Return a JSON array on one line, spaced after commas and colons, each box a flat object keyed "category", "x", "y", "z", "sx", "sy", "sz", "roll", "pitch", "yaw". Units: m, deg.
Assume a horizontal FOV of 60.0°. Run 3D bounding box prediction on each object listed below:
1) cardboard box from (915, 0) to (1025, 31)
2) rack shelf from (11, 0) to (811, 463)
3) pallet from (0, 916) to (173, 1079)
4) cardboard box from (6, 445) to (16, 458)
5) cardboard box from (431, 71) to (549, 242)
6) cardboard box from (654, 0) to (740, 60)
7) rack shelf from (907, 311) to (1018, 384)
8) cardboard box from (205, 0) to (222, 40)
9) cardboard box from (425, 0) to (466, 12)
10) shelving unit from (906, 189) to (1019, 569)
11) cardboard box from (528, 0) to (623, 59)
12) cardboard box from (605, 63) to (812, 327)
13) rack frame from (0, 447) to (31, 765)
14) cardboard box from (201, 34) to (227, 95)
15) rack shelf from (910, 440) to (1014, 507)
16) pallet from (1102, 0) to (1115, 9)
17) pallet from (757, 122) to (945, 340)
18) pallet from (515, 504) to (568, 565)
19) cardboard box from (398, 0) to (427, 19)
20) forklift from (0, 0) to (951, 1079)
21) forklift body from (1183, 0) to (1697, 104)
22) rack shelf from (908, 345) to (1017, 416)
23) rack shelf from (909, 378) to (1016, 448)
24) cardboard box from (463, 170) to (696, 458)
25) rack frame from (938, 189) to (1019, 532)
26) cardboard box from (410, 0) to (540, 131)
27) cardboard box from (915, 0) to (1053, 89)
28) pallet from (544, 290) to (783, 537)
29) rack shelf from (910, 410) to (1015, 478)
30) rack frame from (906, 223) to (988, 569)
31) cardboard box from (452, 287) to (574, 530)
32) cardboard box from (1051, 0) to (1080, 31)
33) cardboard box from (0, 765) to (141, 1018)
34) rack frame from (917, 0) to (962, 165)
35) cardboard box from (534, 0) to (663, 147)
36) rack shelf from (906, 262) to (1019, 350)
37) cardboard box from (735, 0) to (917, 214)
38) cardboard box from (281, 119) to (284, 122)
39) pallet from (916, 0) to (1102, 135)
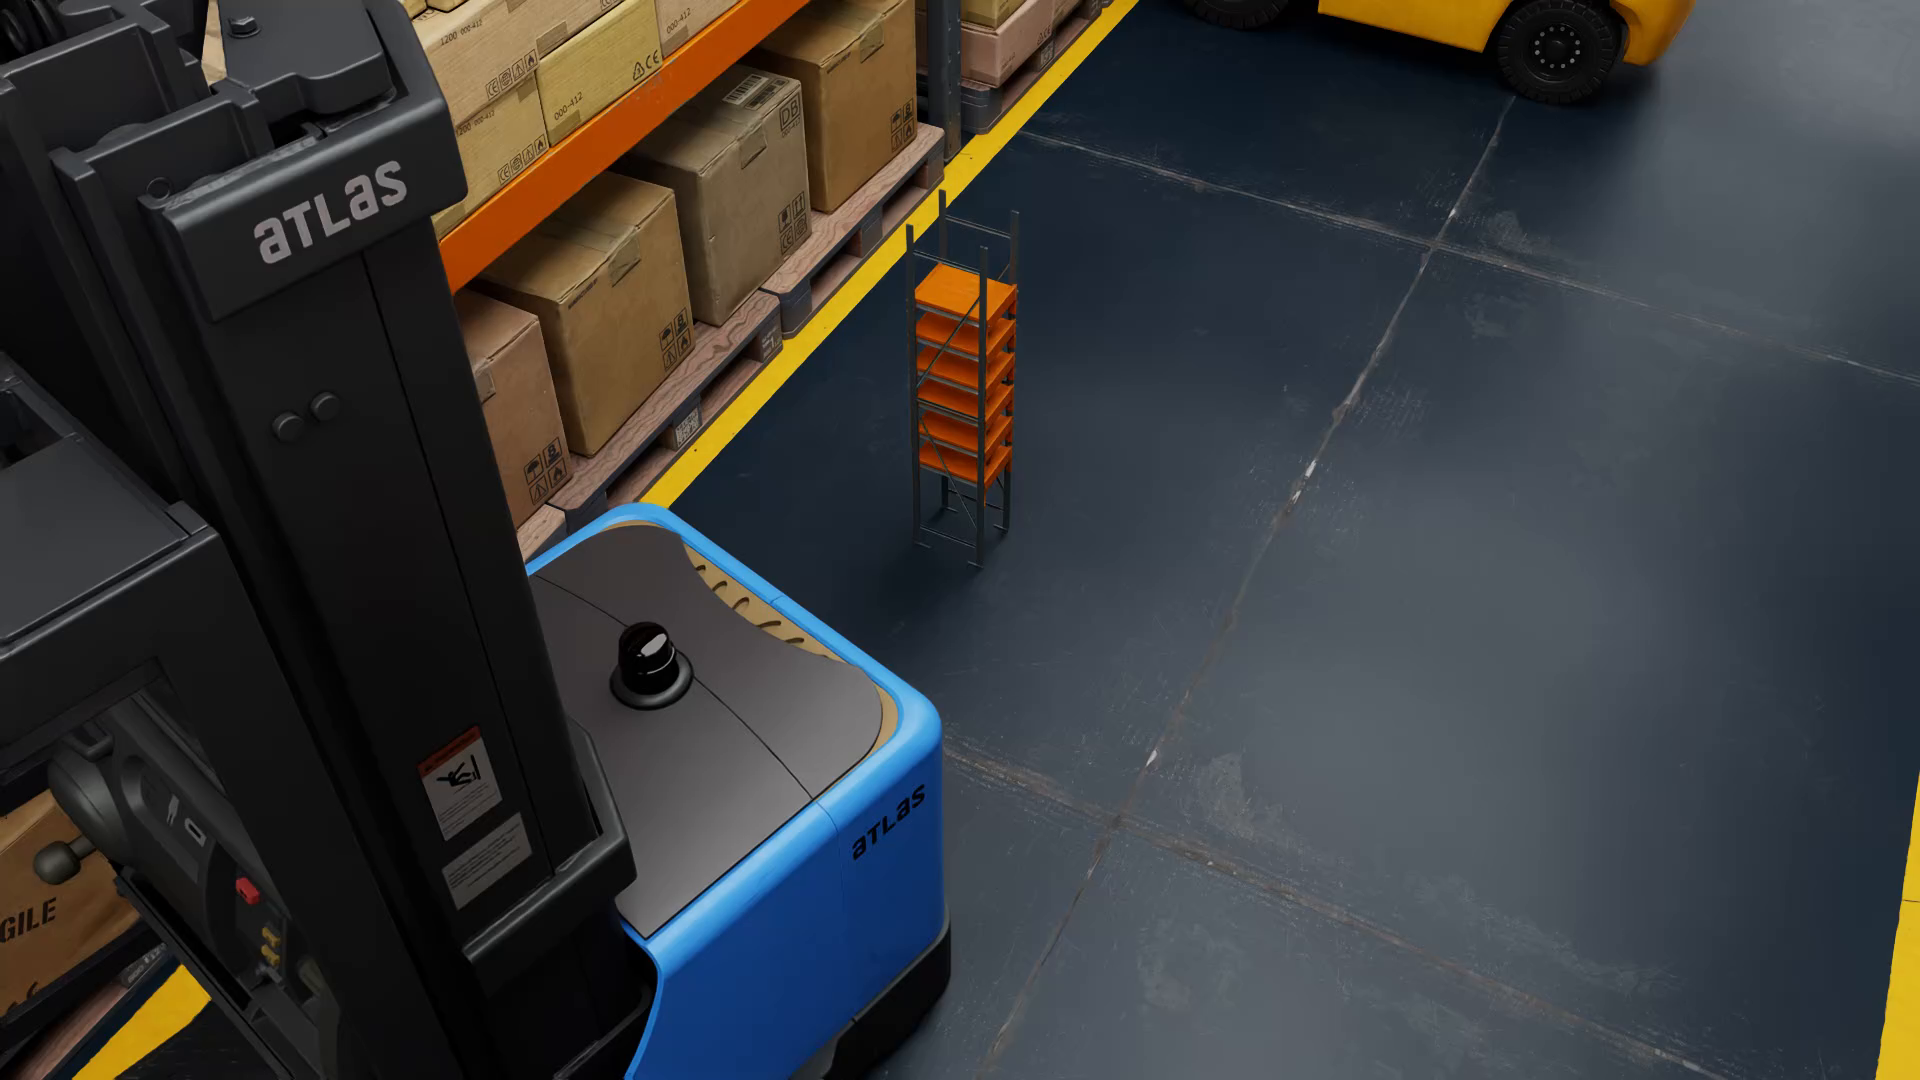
[{"category": "cardboard box", "x": 0.033, "y": -2.343, "z": 6.743, "sx": 0.500, "sy": 0.250, "sz": 0.500, "roll": 20, "pitch": 49, "yaw": 19}, {"category": "rack shelf", "x": -1.394, "y": -1.270, "z": 4.902, "sx": 1.077, "sy": 0.370, "sz": 4.000, "roll": 20, "pitch": 49, "yaw": 19}, {"category": "pallet", "x": -2.702, "y": 1.175, "z": 3.941, "sx": 1.003, "sy": 0.211, "sz": 1.213, "roll": 20, "pitch": 49, "yaw": 19}, {"category": "cardboard box", "x": -1.900, "y": -0.409, "z": 3.651, "sx": 0.500, "sy": 0.250, "sz": 0.500, "roll": 21, "pitch": 49, "yaw": 19}, {"category": "cardboard box", "x": -1.429, "y": -1.051, "z": 4.286, "sx": 0.500, "sy": 0.250, "sz": 0.500, "roll": 19, "pitch": 48, "yaw": 18}, {"category": "cardboard box", "x": -0.954, "y": -1.705, "z": 4.932, "sx": 0.500, "sy": 0.250, "sz": 0.500, "roll": 21, "pitch": 49, "yaw": 19}, {"category": "rack shelf", "x": 0.007, "y": -0.568, "z": 4.693, "sx": 0.258, "sy": 0.103, "sz": 0.180, "roll": 20, "pitch": 49, "yaw": 19}, {"category": "cardboard box", "x": -1.584, "y": -1.138, "z": 3.739, "sx": 0.380, "sy": 0.149, "sz": 0.250, "roll": 21, "pitch": 49, "yaw": 19}, {"category": "cardboard box", "x": -1.323, "y": -1.447, "z": 4.044, "sx": 0.380, "sy": 0.149, "sz": 0.250, "roll": 21, "pitch": 49, "yaw": 20}, {"category": "shelving unit", "x": 0.007, "y": -0.431, "z": 4.832, "sx": 0.258, "sy": 1.200, "sz": 0.189, "roll": 20, "pitch": 49, "yaw": 19}, {"category": "cardboard box", "x": -1.193, "y": -1.554, "z": 4.431, "sx": 0.500, "sy": 0.250, "sz": 0.500, "roll": 21, "pitch": 49, "yaw": 20}, {"category": "cardboard box", "x": -1.065, "y": -1.277, "z": 5.778, "sx": 0.875, "sy": 0.625, "sz": 0.625, "roll": 20, "pitch": 49, "yaw": 19}, {"category": "rack frame", "x": -2.322, "y": -0.263, "z": 3.401, "sx": 1.000, "sy": 3.000, "sz": 0.127, "roll": 20, "pitch": 49, "yaw": 19}, {"category": "cardboard box", "x": -1.694, "y": -0.969, "z": 3.572, "sx": 0.380, "sy": 0.149, "sz": 0.250, "roll": 22, "pitch": 49, "yaw": 20}, {"category": "rack shelf", "x": 0.007, "y": -0.231, "z": 5.035, "sx": 0.258, "sy": 0.103, "sz": 0.180, "roll": 20, "pitch": 49, "yaw": 19}, {"category": "pallet", "x": 0.506, "y": -3.062, "z": 8.127, "sx": 1.003, "sy": 0.211, "sz": 1.213, "roll": 20, "pitch": 49, "yaw": 19}, {"category": "pallet", "x": -0.773, "y": -1.326, "z": 6.412, "sx": 1.003, "sy": 0.211, "sz": 1.213, "roll": 20, "pitch": 49, "yaw": 19}, {"category": "pallet", "x": -1.905, "y": 0.211, "z": 4.893, "sx": 1.003, "sy": 0.211, "sz": 1.213, "roll": 20, "pitch": 49, "yaw": 19}, {"category": "cardboard box", "x": -1.494, "y": -1.306, "z": 3.905, "sx": 0.380, "sy": 0.149, "sz": 0.250, "roll": 21, "pitch": 49, "yaw": 19}, {"category": "forklift", "x": -1.390, "y": 0.614, "z": 2.582, "sx": 1.130, "sy": 2.935, "sz": 3.031, "roll": 33, "pitch": 54, "yaw": 28}, {"category": "forklift body", "x": 2.127, "y": -3.208, "z": 6.908, "sx": 2.313, "sy": 2.155, "sz": 1.214, "roll": 20, "pitch": 49, "yaw": 19}, {"category": "rack shelf", "x": 0.007, "y": -0.484, "z": 4.779, "sx": 0.258, "sy": 0.103, "sz": 0.180, "roll": 20, "pitch": 49, "yaw": 19}, {"category": "rack shelf", "x": 0.007, "y": -0.400, "z": 4.864, "sx": 0.258, "sy": 0.103, "sz": 0.180, "roll": 20, "pitch": 49, "yaw": 19}, {"category": "cardboard box", "x": -1.412, "y": -0.803, "z": 5.309, "sx": 0.875, "sy": 0.625, "sz": 0.625, "roll": 19, "pitch": 48, "yaw": 17}, {"category": "rack frame", "x": 0.049, "y": -0.489, "z": 4.889, "sx": 0.240, "sy": 1.200, "sz": 0.006, "roll": 20, "pitch": 49, "yaw": 19}, {"category": "cardboard box", "x": -1.407, "y": -1.224, "z": 4.105, "sx": 0.500, "sy": 0.250, "sz": 0.500, "roll": 19, "pitch": 48, "yaw": 18}, {"category": "cardboard box", "x": 0.053, "y": -2.160, "z": 6.913, "sx": 0.500, "sy": 0.250, "sz": 0.500, "roll": 21, "pitch": 49, "yaw": 19}, {"category": "pallet", "x": -1.338, "y": -0.555, "z": 5.650, "sx": 1.003, "sy": 0.211, "sz": 1.213, "roll": 20, "pitch": 49, "yaw": 19}, {"category": "rack shelf", "x": 0.007, "y": -0.315, "z": 4.949, "sx": 0.258, "sy": 0.103, "sz": 0.180, "roll": 20, "pitch": 49, "yaw": 19}, {"category": "rack frame", "x": -0.036, "y": -0.373, "z": 4.775, "sx": 0.240, "sy": 1.200, "sz": 0.006, "roll": 20, "pitch": 49, "yaw": 19}, {"category": "cardboard box", "x": -1.724, "y": -0.379, "z": 4.890, "sx": 0.875, "sy": 0.625, "sz": 0.625, "roll": 22, "pitch": 49, "yaw": 20}, {"category": "cardboard box", "x": 0.275, "y": -2.485, "z": 7.235, "sx": 0.500, "sy": 0.250, "sz": 0.500, "roll": 19, "pitch": 48, "yaw": 18}, {"category": "cardboard box", "x": -2.328, "y": 0.805, "z": 3.808, "sx": 0.500, "sy": 0.500, "sz": 0.500, "roll": 22, "pitch": 49, "yaw": 20}, {"category": "rack frame", "x": -0.465, "y": -2.783, "z": 5.892, "sx": 1.000, "sy": 3.000, "sz": 0.127, "roll": 20, "pitch": 49, "yaw": 19}, {"category": "cardboard box", "x": -1.187, "y": -1.378, "z": 4.608, "sx": 0.500, "sy": 0.250, "sz": 0.500, "roll": 22, "pitch": 49, "yaw": 20}, {"category": "rack shelf", "x": 0.007, "y": -0.653, "z": 4.608, "sx": 0.258, "sy": 0.103, "sz": 0.180, "roll": 20, "pitch": 49, "yaw": 19}, {"category": "cardboard box", "x": -0.698, "y": -1.764, "z": 6.258, "sx": 0.875, "sy": 0.625, "sz": 0.625, "roll": 23, "pitch": 50, "yaw": 21}, {"category": "cardboard box", "x": -1.666, "y": -0.900, "z": 3.785, "sx": 0.500, "sy": 0.250, "sz": 0.500, "roll": 22, "pitch": 49, "yaw": 20}, {"category": "pallet", "x": -0.059, "y": -2.290, "z": 7.365, "sx": 1.003, "sy": 0.211, "sz": 1.213, "roll": 20, "pitch": 49, "yaw": 19}]
